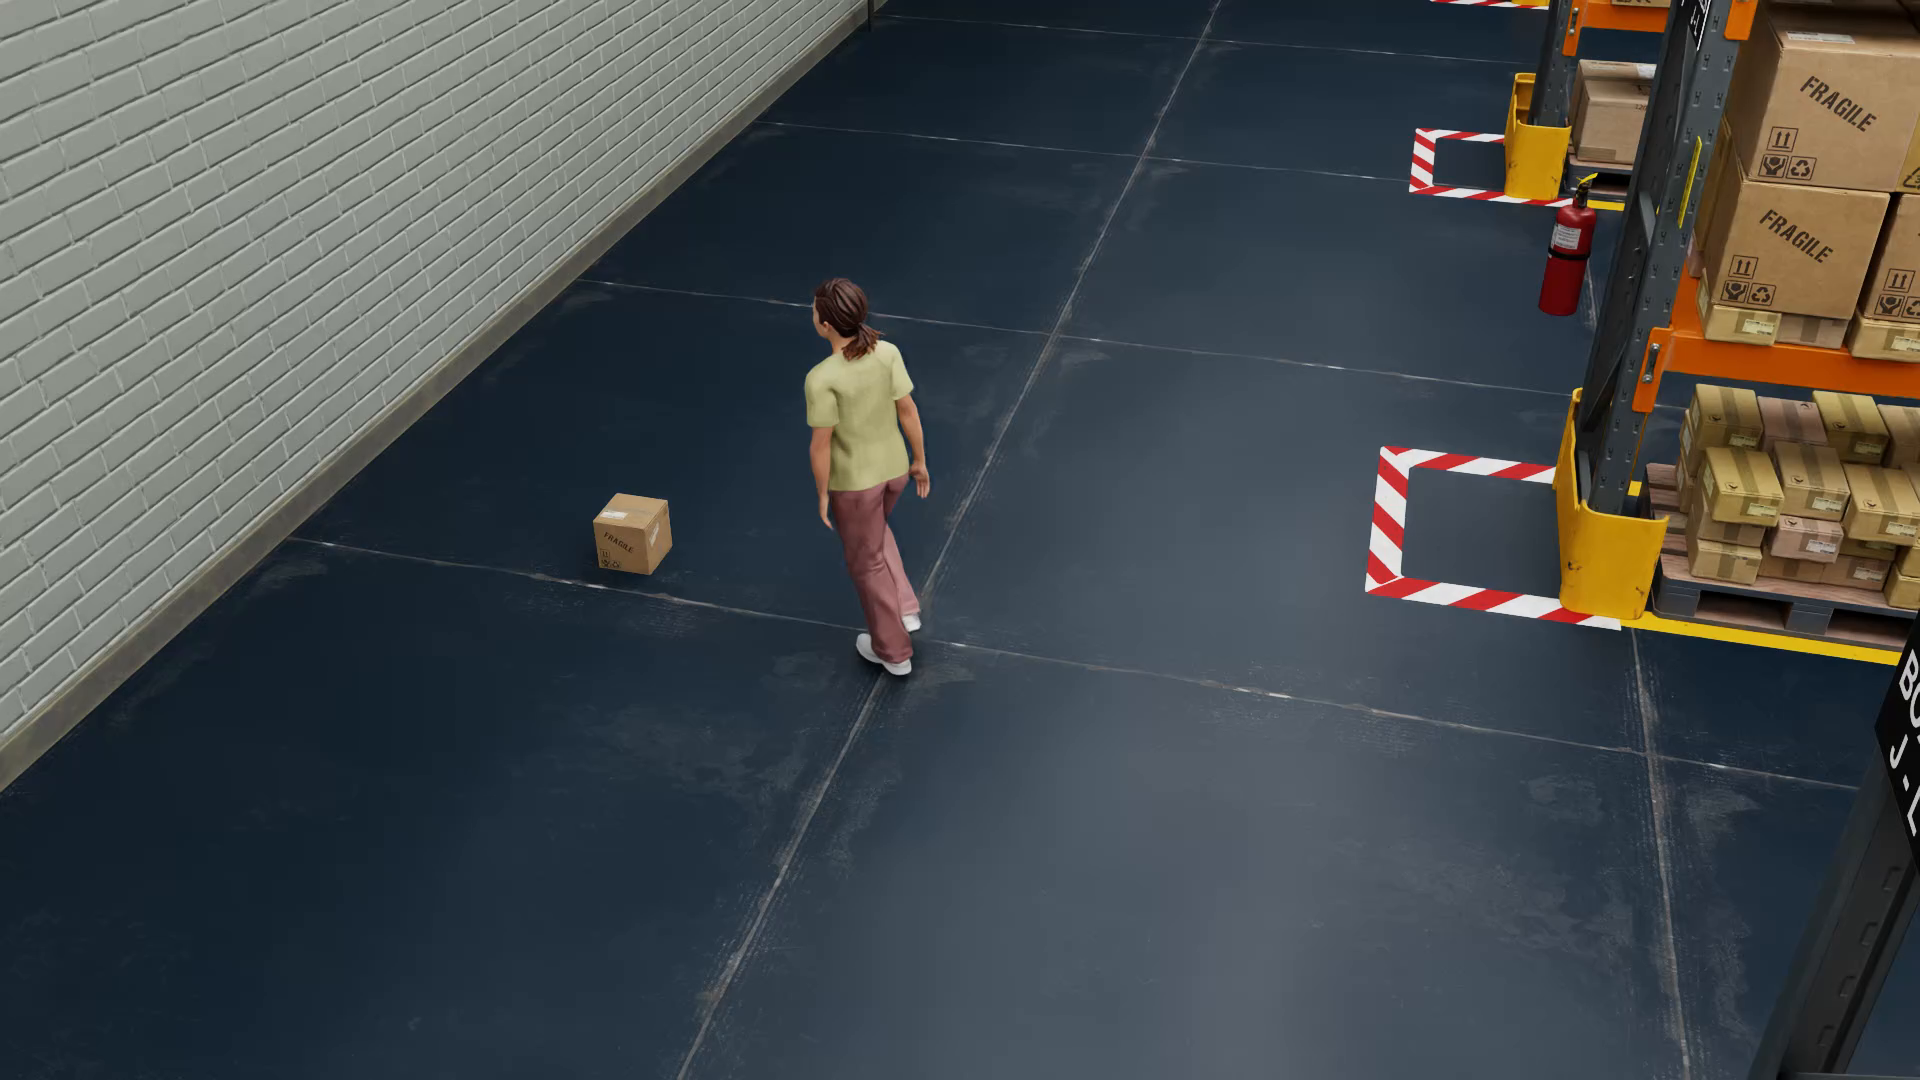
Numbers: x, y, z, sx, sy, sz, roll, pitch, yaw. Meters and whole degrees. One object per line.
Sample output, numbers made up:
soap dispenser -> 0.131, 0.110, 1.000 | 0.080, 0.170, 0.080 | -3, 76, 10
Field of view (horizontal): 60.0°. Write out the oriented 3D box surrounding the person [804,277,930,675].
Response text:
person -> -0.376, -0.229, 6.470 | 0.487, 1.656, 0.472 | -26, 41, -34
